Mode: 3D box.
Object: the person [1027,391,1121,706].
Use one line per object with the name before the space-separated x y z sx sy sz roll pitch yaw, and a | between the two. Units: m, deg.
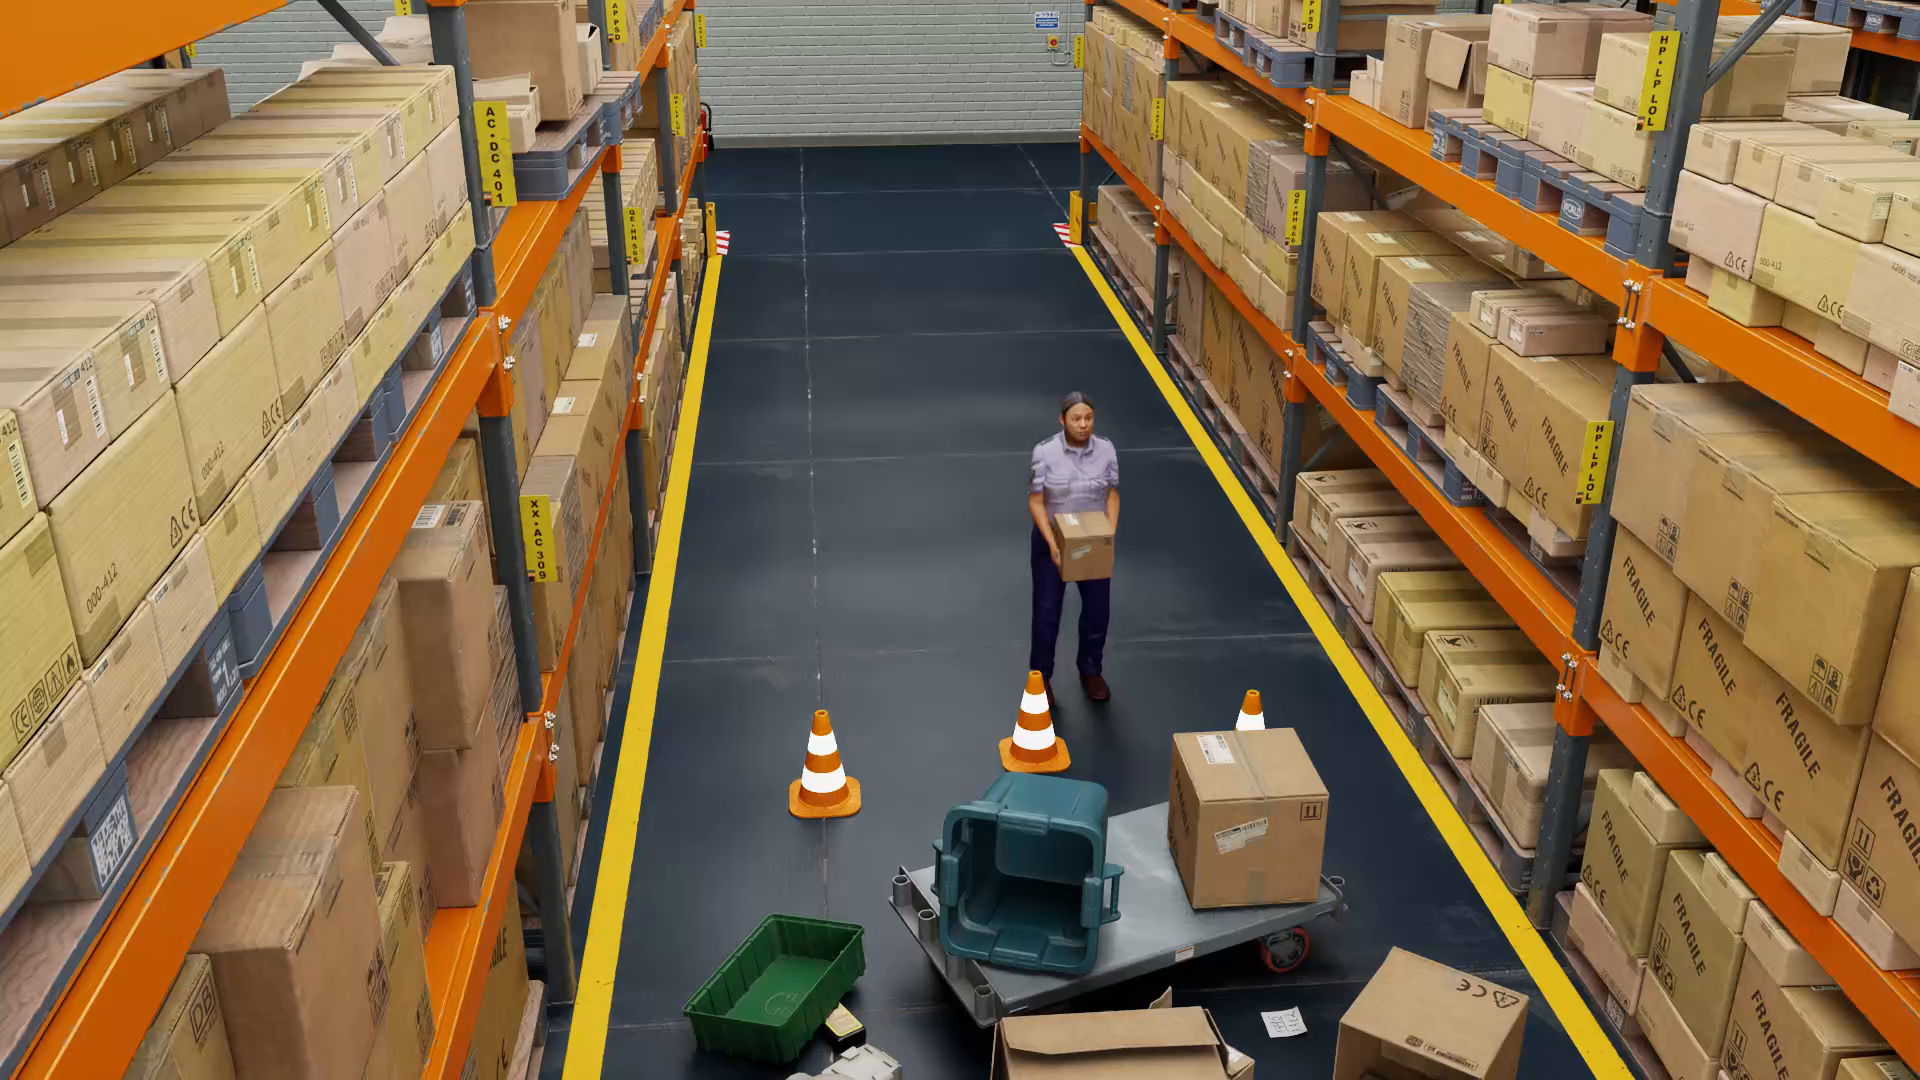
person | 0.588 0.059 8.477 0.480 1.652 0.498 -4 24 -9
